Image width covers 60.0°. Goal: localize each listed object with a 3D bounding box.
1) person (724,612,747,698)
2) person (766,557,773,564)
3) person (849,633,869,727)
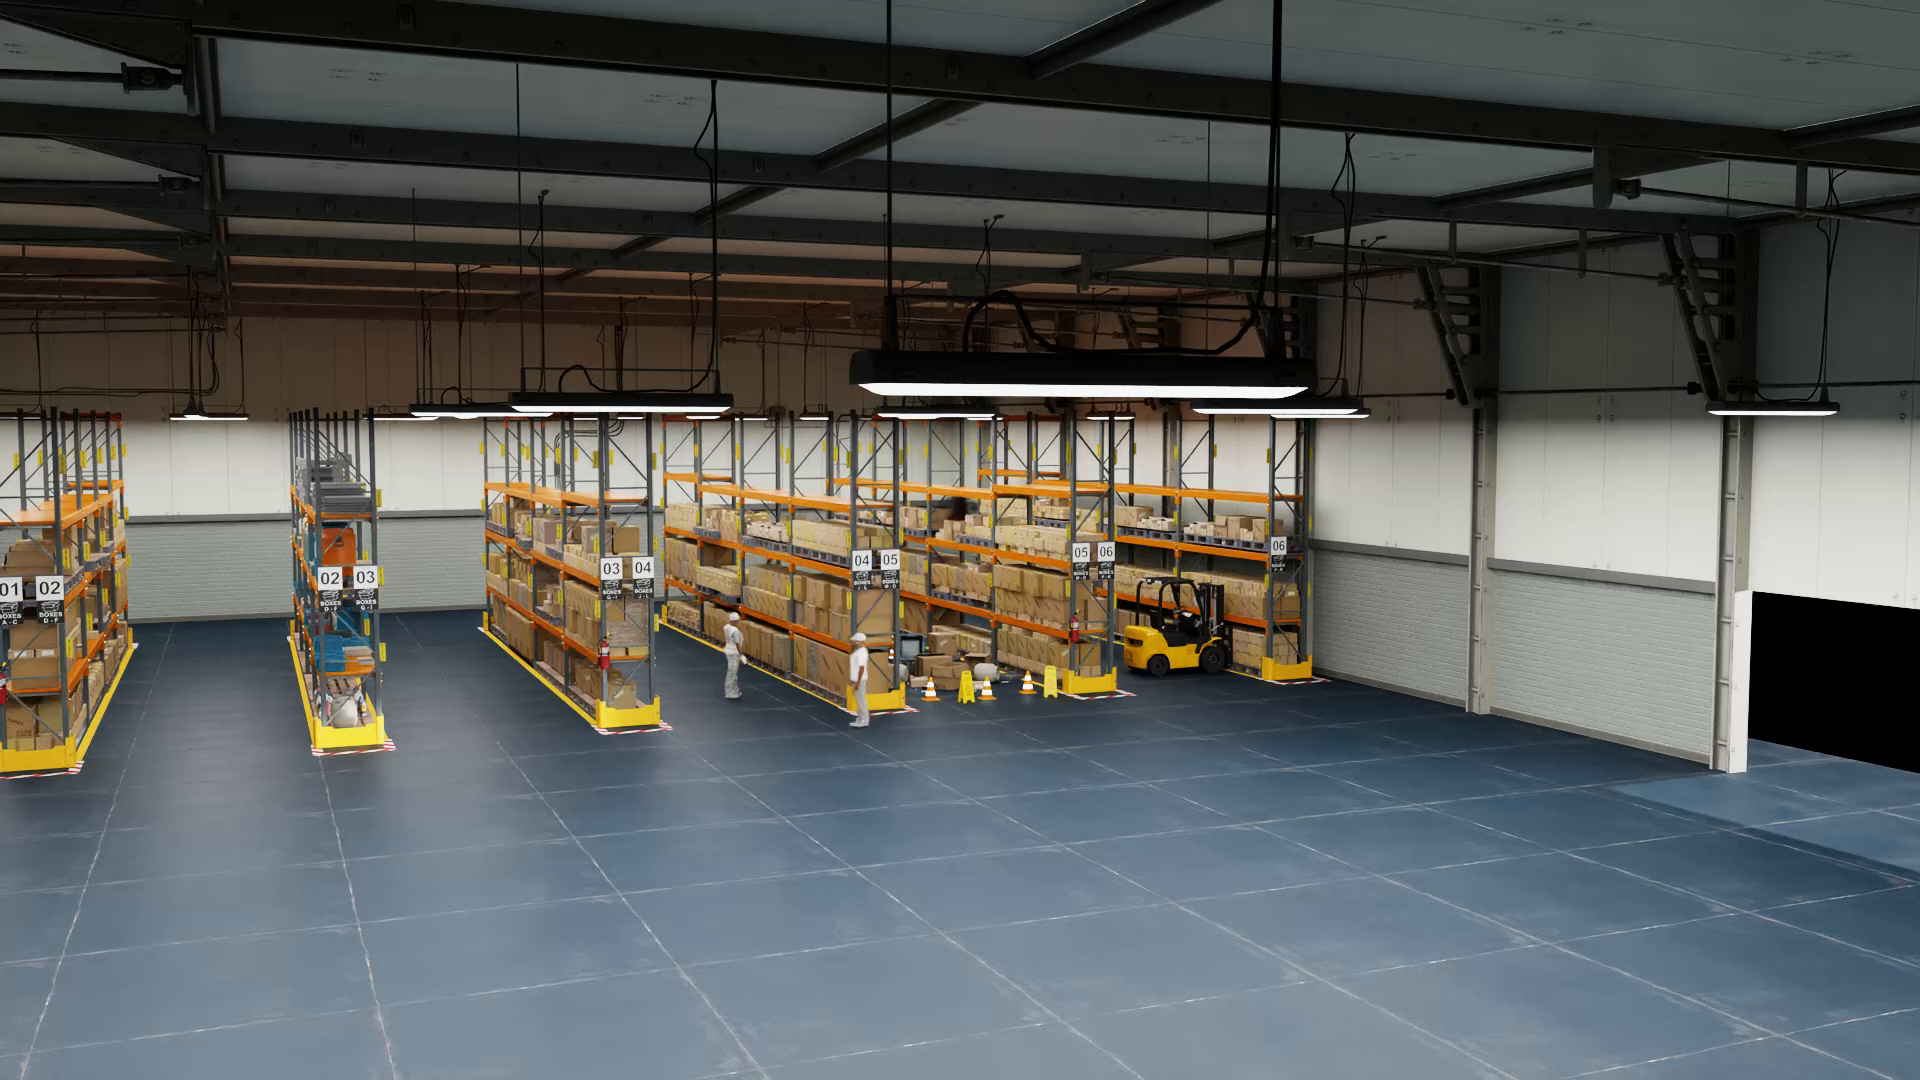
[{"bbox_3d":[-4.725,2.413,34.777,0.480,1.825,0.662,-1,4,-17],"label":"person"},{"bbox_3d":[-5.660,1.382,49.455,0.610,1.822,0.463,1,4,16],"label":"person"},{"bbox_3d":[-1.905,2.643,31.395,0.360,1.784,0.631,-1,4,-13],"label":"person"}]
